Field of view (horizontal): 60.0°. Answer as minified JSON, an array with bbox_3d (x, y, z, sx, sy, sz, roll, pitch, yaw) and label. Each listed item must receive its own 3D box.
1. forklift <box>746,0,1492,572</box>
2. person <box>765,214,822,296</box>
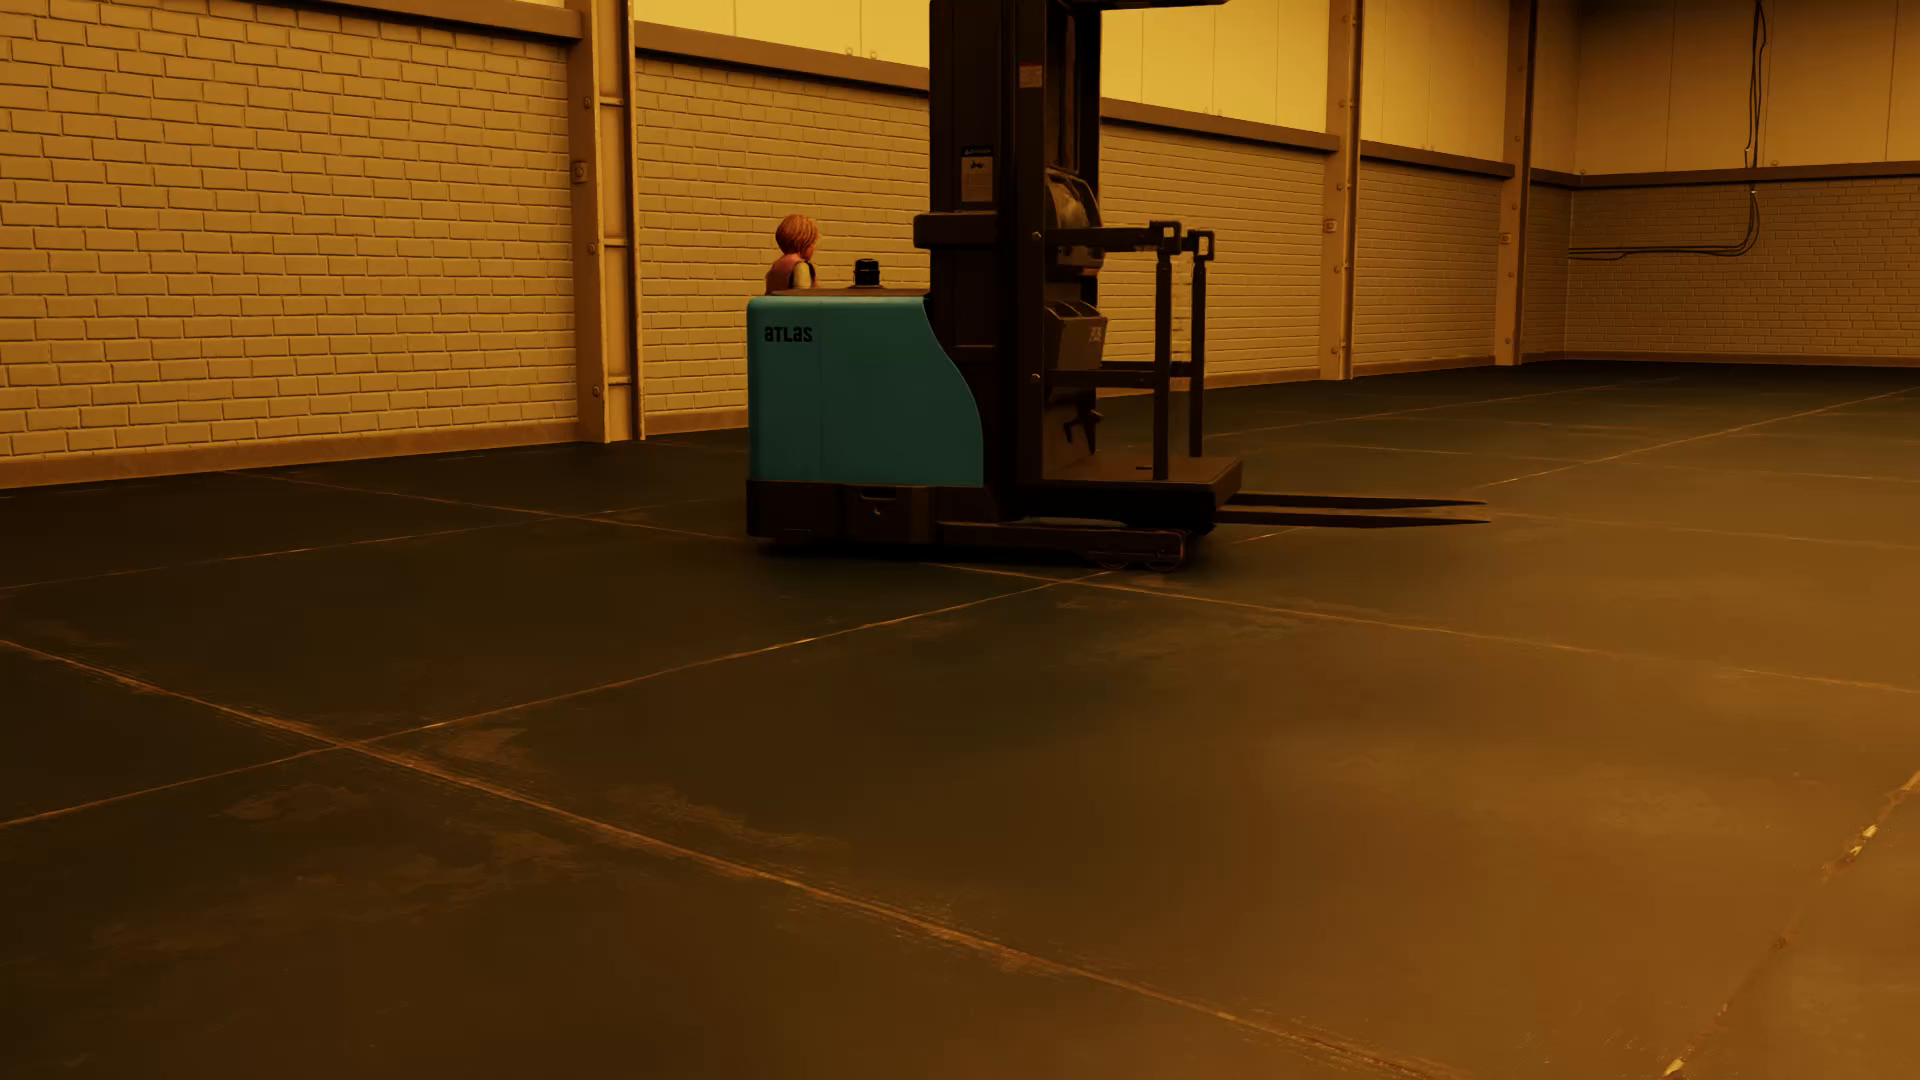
[{"bbox_3d":[0.669,-1.409,6.909,3.031,2.935,1.130,2,9,16],"label":"forklift"},{"bbox_3d":[-0.761,-0.929,8.649,0.453,1.502,0.767,-4,9,-28],"label":"person"}]
